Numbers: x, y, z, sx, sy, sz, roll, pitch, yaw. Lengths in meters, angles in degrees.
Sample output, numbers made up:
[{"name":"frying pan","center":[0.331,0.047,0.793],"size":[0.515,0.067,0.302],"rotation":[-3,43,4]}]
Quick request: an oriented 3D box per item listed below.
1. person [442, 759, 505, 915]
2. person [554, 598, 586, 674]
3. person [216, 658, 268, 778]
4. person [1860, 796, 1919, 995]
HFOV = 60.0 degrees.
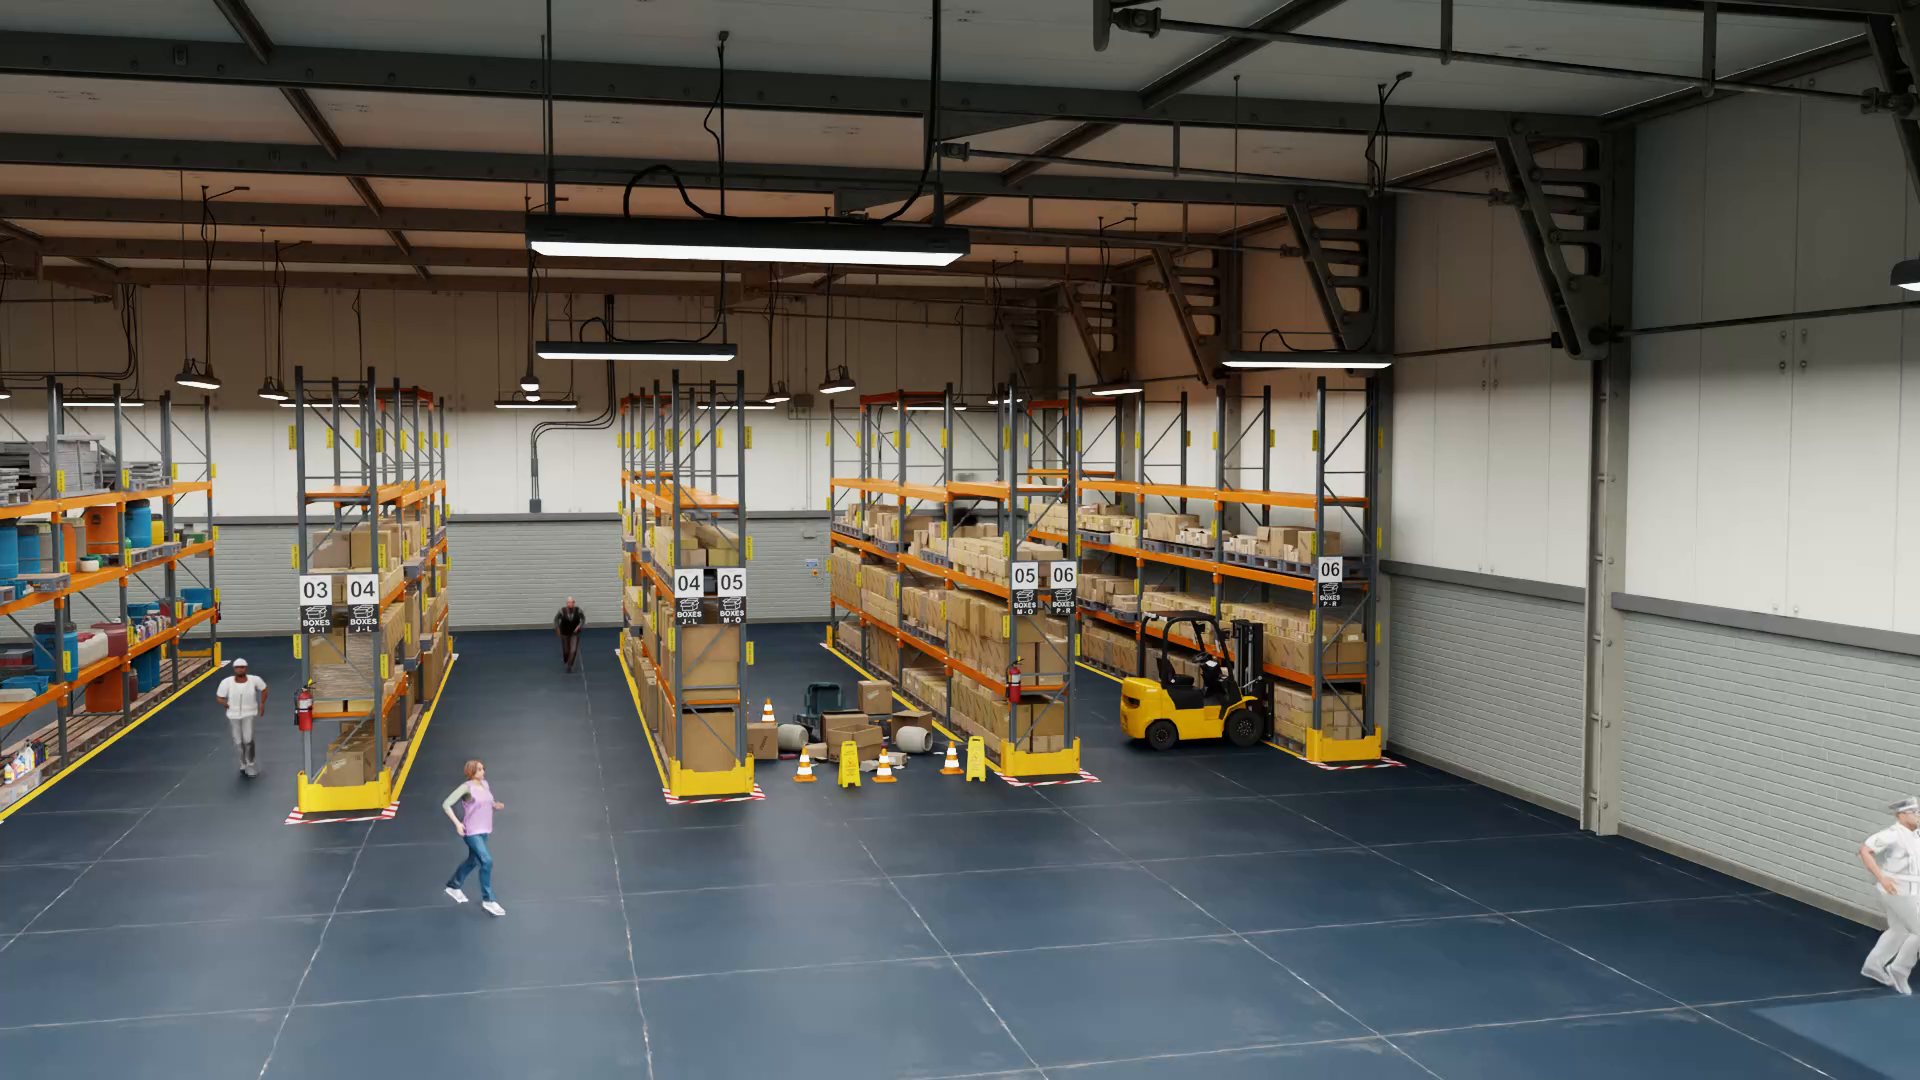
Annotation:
[{"name":"person","center":[-5.158,3.133,17.653],"size":[0.785,1.627,0.518],"rotation":[1,4,16]},{"name":"person","center":[-8.429,2.054,35.933],"size":[0.652,1.660,0.768],"rotation":[-1,4,-22]},{"name":"person","center":[-10.711,2.656,24.783],"size":[0.681,1.796,0.717],"rotation":[-1,4,-15]},{"name":"person","center":[8.599,3.242,15.175],"size":[0.634,1.830,0.668],"rotation":[3,5,43]}]
